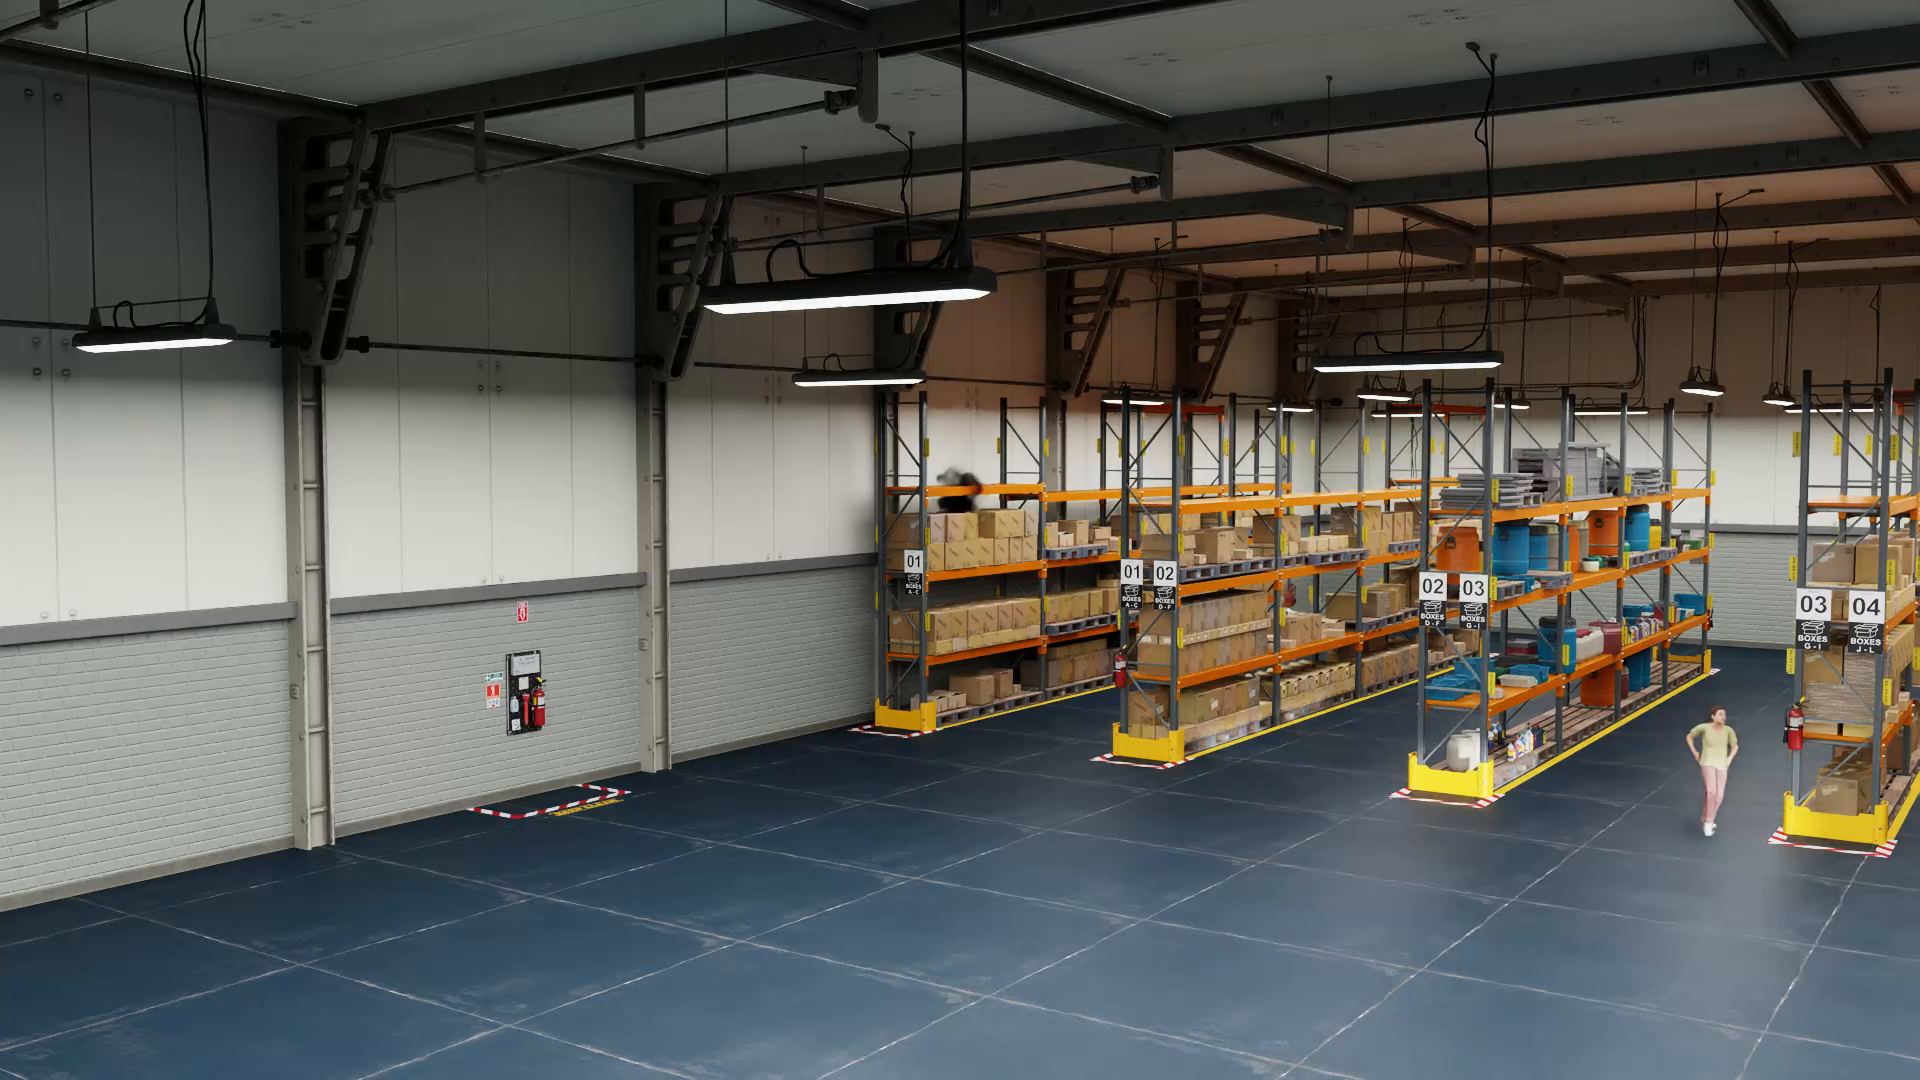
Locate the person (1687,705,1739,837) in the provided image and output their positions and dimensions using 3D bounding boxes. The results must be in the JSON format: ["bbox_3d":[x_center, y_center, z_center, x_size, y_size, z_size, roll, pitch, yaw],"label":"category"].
[{"bbox_3d":[9.804,2.977,21.610,0.588,1.677,0.674,0,3,6],"label":"person"}]

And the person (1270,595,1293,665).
[{"bbox_3d":[7.284,2.081,37.710,0.607,1.651,0.558,1,3,22],"label":"person"}]
